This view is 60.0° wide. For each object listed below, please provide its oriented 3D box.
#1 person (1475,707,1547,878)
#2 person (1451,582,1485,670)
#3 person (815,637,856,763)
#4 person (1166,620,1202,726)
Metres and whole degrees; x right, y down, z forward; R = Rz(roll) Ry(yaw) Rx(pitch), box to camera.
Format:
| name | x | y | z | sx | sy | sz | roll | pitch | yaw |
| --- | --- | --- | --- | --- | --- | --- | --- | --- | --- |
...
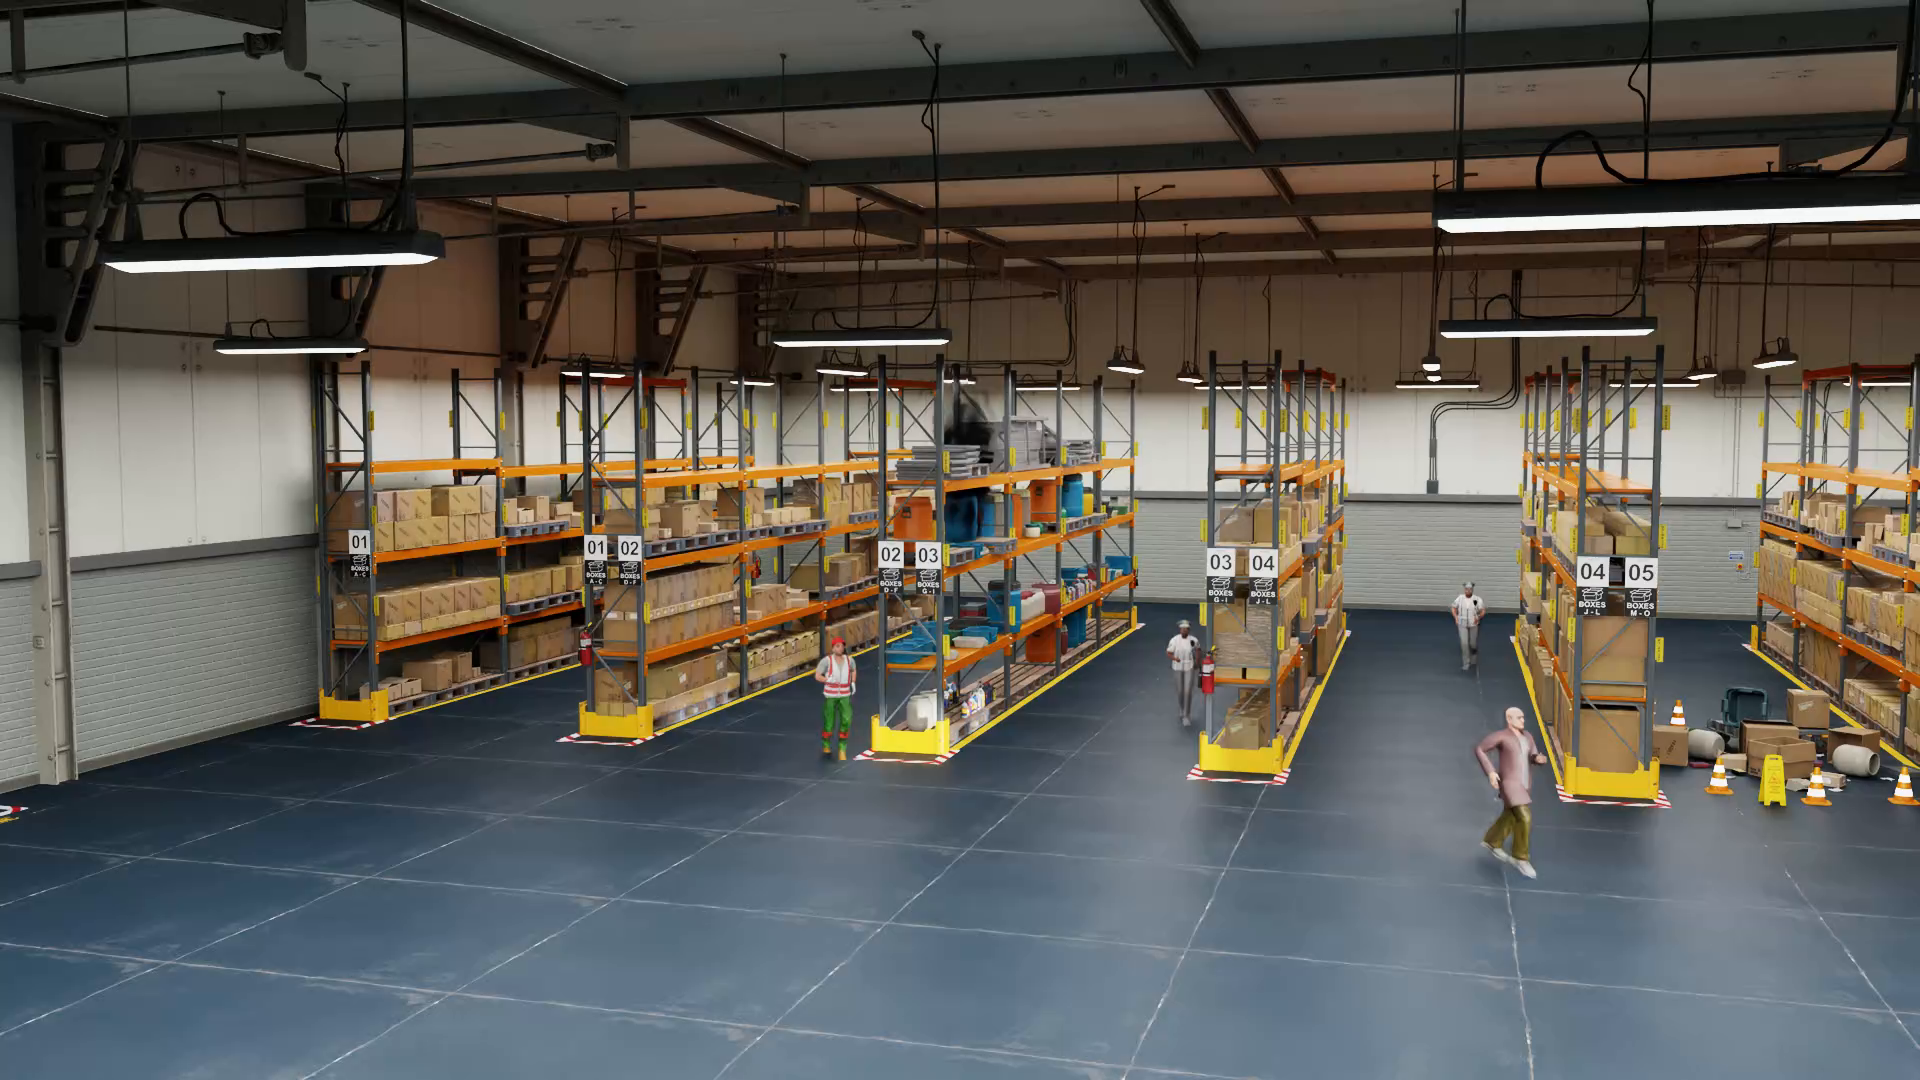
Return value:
| name | x | y | z | sx | sy | sz | roll | pitch | yaw |
| --- | --- | --- | --- | --- | --- | --- | --- | --- | --- |
| person | 6.170 | 2.784 | 18.586 | 0.675 | 1.843 | 0.859 | -3 | 5 | -37 |
| person | 10.305 | 1.718 | 33.754 | 0.673 | 1.770 | 0.673 | 1 | 4 | 19 |
| person | -1.819 | 2.348 | 24.618 | 0.665 | 1.832 | 0.686 | -1 | 4 | -16 |
| person | 3.721 | 2.180 | 27.705 | 0.569 | 1.721 | 0.848 | 1 | 4 | 12 |
